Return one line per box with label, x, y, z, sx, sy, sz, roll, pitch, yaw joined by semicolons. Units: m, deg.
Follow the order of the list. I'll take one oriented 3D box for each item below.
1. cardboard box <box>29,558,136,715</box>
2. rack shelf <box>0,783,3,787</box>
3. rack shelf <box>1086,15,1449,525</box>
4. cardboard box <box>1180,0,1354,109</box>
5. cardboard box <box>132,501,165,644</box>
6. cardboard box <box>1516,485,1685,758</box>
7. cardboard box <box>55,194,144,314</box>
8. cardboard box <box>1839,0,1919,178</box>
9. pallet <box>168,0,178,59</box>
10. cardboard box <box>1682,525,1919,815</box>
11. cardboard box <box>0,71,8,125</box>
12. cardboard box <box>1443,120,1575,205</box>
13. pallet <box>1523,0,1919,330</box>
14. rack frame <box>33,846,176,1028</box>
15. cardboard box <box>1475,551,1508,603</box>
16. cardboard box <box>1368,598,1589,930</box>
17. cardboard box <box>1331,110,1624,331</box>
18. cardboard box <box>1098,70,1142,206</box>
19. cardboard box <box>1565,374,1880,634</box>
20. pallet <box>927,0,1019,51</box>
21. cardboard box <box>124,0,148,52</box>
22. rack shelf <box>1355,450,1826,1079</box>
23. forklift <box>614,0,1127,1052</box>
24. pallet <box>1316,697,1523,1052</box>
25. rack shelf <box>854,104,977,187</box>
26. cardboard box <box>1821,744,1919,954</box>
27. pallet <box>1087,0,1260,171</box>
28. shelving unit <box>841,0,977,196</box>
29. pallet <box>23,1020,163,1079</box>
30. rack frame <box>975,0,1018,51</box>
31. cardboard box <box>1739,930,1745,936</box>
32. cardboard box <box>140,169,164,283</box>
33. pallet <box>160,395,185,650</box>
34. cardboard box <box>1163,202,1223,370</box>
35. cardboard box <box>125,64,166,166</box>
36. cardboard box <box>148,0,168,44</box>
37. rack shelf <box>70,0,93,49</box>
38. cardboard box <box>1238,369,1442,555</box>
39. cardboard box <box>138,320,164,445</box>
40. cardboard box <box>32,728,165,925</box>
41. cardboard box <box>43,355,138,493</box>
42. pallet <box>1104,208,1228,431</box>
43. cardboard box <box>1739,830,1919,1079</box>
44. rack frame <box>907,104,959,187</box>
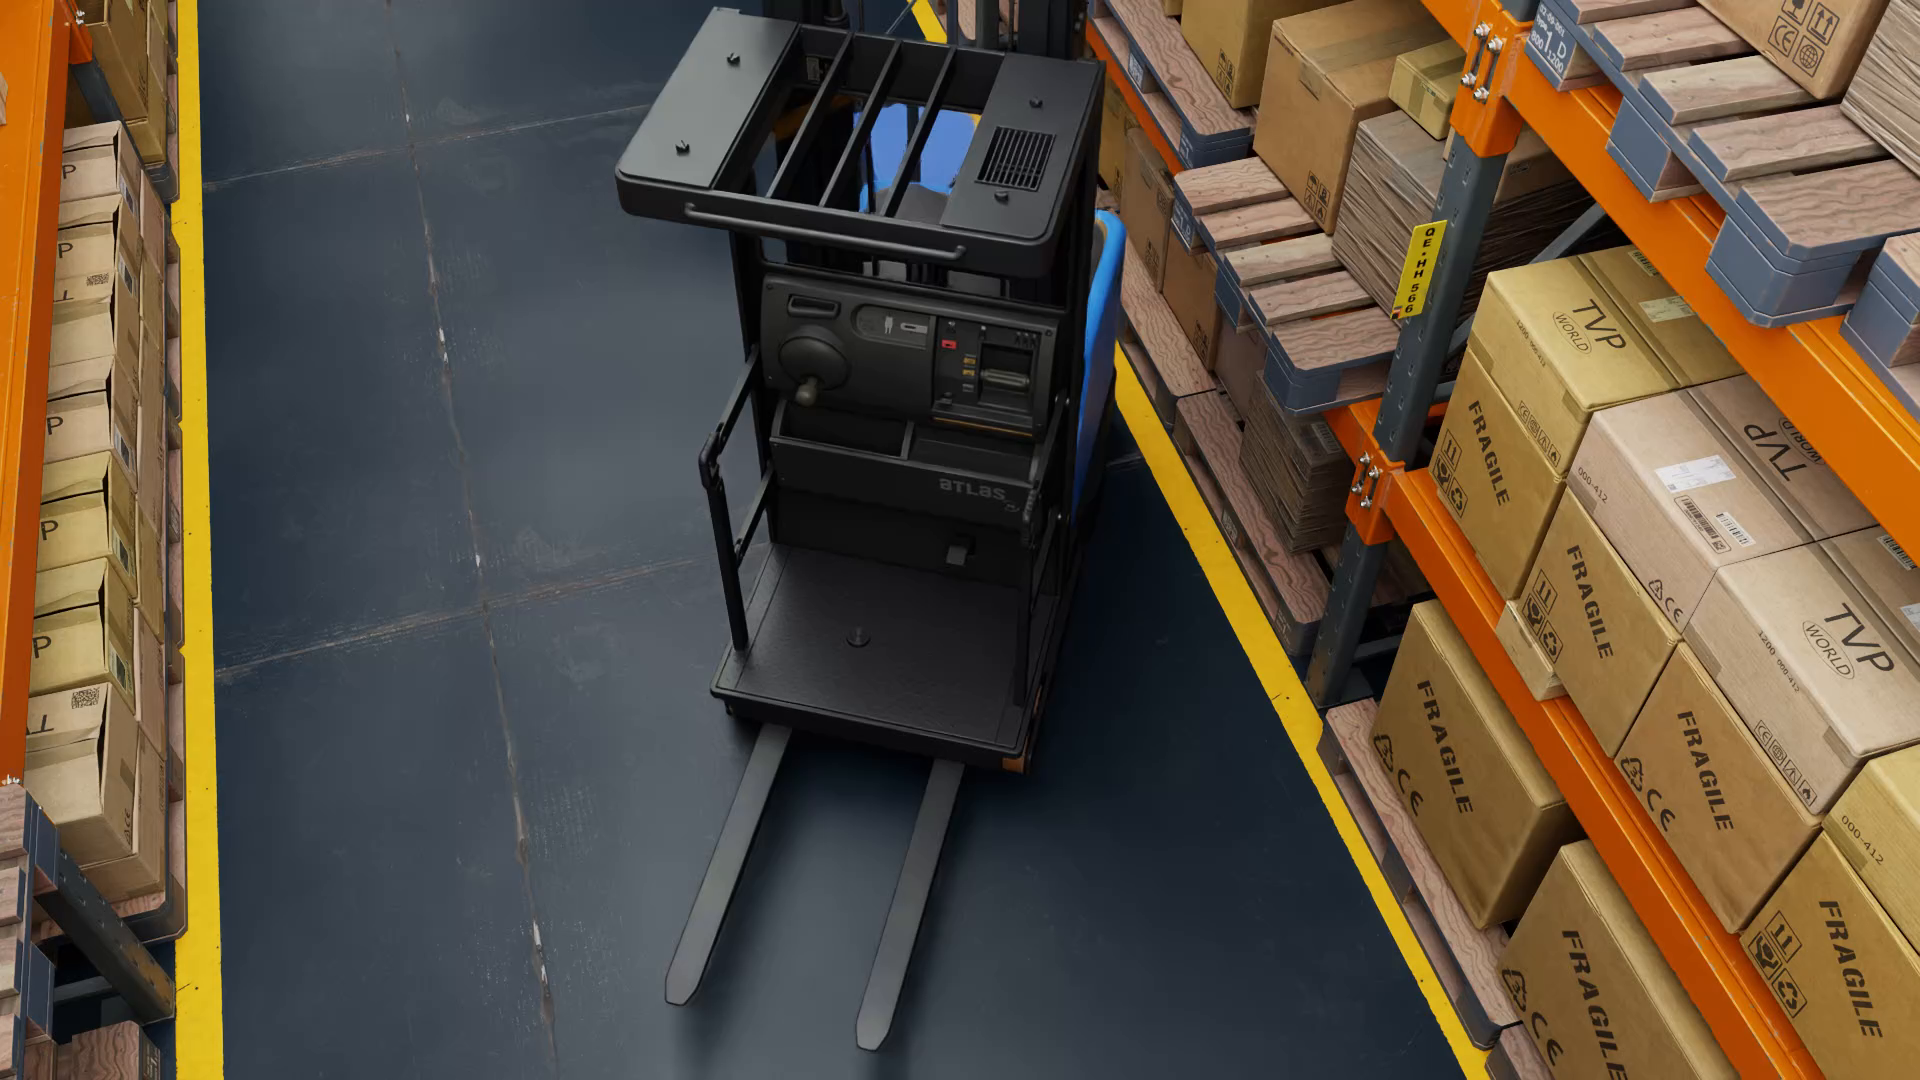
cardboard box;-3.015;0.355;5.435;0.500;0.311;0.500;-14;51;-12
rack shelf;-2.386;2.309;3.102;1.077;0.370;4.000;-13;51;-11
rack shelf;1.162;-1.736;6.511;1.077;0.370;4.000;-13;51;-11
cardboard box;1.215;-1.927;5.849;0.700;0.500;0.500;-13;51;-11
cardboard box;-3.161;0.173;5.956;0.500;0.250;0.500;-15;51;-12
cardboard box;1.799;0.156;4.173;0.500;0.500;0.500;-12;51;-10
cardboard box;-3.607;-1.126;6.684;0.500;0.311;0.500;-12;51;-10
cardboard box;2.159;-0.931;3.048;0.700;0.500;0.500;-16;52;-13
pallet;-4.720;-2.890;8.838;1.003;0.211;1.213;-13;51;-11
cardboard box;1.953;0.264;3.592;0.500;0.250;0.500;-13;51;-11
cardboard box;-3.725;-1.662;6.066;0.396;0.266;0.258;-14;51;-12
cardboard box;1.623;-1.135;4.757;0.380;0.149;0.250;-19;53;-16
pallet;1.995;-0.954;3.544;1.213;0.211;1.003;-11;51;-9
rack frame;-2.978;0.616;4.058;1.000;3.000;0.127;-13;51;-11
cardboard box;1.696;0.047;4.690;0.380;0.149;0.250;-13;51;-10
cardboard box;1.846;0.618;5.189;0.750;0.750;0.750;-14;51;-11
cardboard box;1.605;-1.022;5.086;0.700;0.500;0.500;-19;52;-15
cardboard box;1.005;-1.864;7.497;0.700;0.500;0.500;-14;51;-12
cardboard box;1.801;-0.101;3.899;0.500;0.250;0.500;-14;51;-11
pallet;0.338;-3.012;8.941;1.003;0.211;1.213;-13;51;-11
cardboard box;-4.154;-2.569;7.777;0.500;0.500;0.500;-13;51;-11
rack shelf;2.345;1.186;4.049;1.077;0.370;4.000;-13;51;-11
forklift;-0.215;-0.459;5.010;1.130;2.935;3.031;11;51;9
pallet;1.915;0.985;5.571;1.003;0.211;1.213;-13;51;-11
rack shelf;-0.102;-1.518;7.074;0.538;0.185;1.000;-13;51;-11
cardboard box;2.110;0.635;3.279;0.500;0.250;0.500;-14;51;-12
pallet;1.129;-1.881;6.289;1.003;0.211;1.213;-13;51;-11
shelving unit;-0.102;-1.634;6.936;0.538;1.500;1.048;-13;51;-11
pallet;-2.793;2.069;4.658;1.003;0.211;1.213;-13;51;-11
rack frame;0.571;-3.428;7.468;1.000;3.000;0.127;-13;51;-11
cardboard box;2.037;0.794;4.060;0.380;0.149;0.250;-13;51;-10
cardboard box;-3.761;-1.317;7.212;0.500;0.250;0.500;-14;51;-11
pallet;-3.541;0.015;6.389;1.003;0.211;1.213;-13;51;-11
cardboard box;1.275;-1.116;6.866;0.700;0.500;0.500;-14;51;-11
cardboard box;-4.008;-1.962;7.755;0.500;0.250;0.500;-13;51;-11
cardboard box;-4.294;-2.694;8.373;0.500;0.250;0.500;-13;51;-11
rack shelf;-4.752;-3.534;8.028;1.077;0.370;4.000;-13;51;-11
cardboard box;1.491;-0.357;6.226;0.700;0.500;0.500;-13;51;-10
cardboard box;-3.461;-0.574;6.585;0.500;0.250;0.500;-12;51;-10
cardboard box;-2.852;0.918;5.328;0.500;0.250;0.500;-13;51;-11
cardboard box;-3.317;-0.393;6.066;0.500;0.311;0.500;-14;51;-11
pallet;1.167;-1.068;7.302;1.003;0.211;1.213;-13;51;-11
cardboard box;2.106;0.897;3.548;0.500;0.500;0.500;-12;51;-10
rack frame;0.047;-1.262;6.623;0.500;1.500;0.032;-13;51;-11
